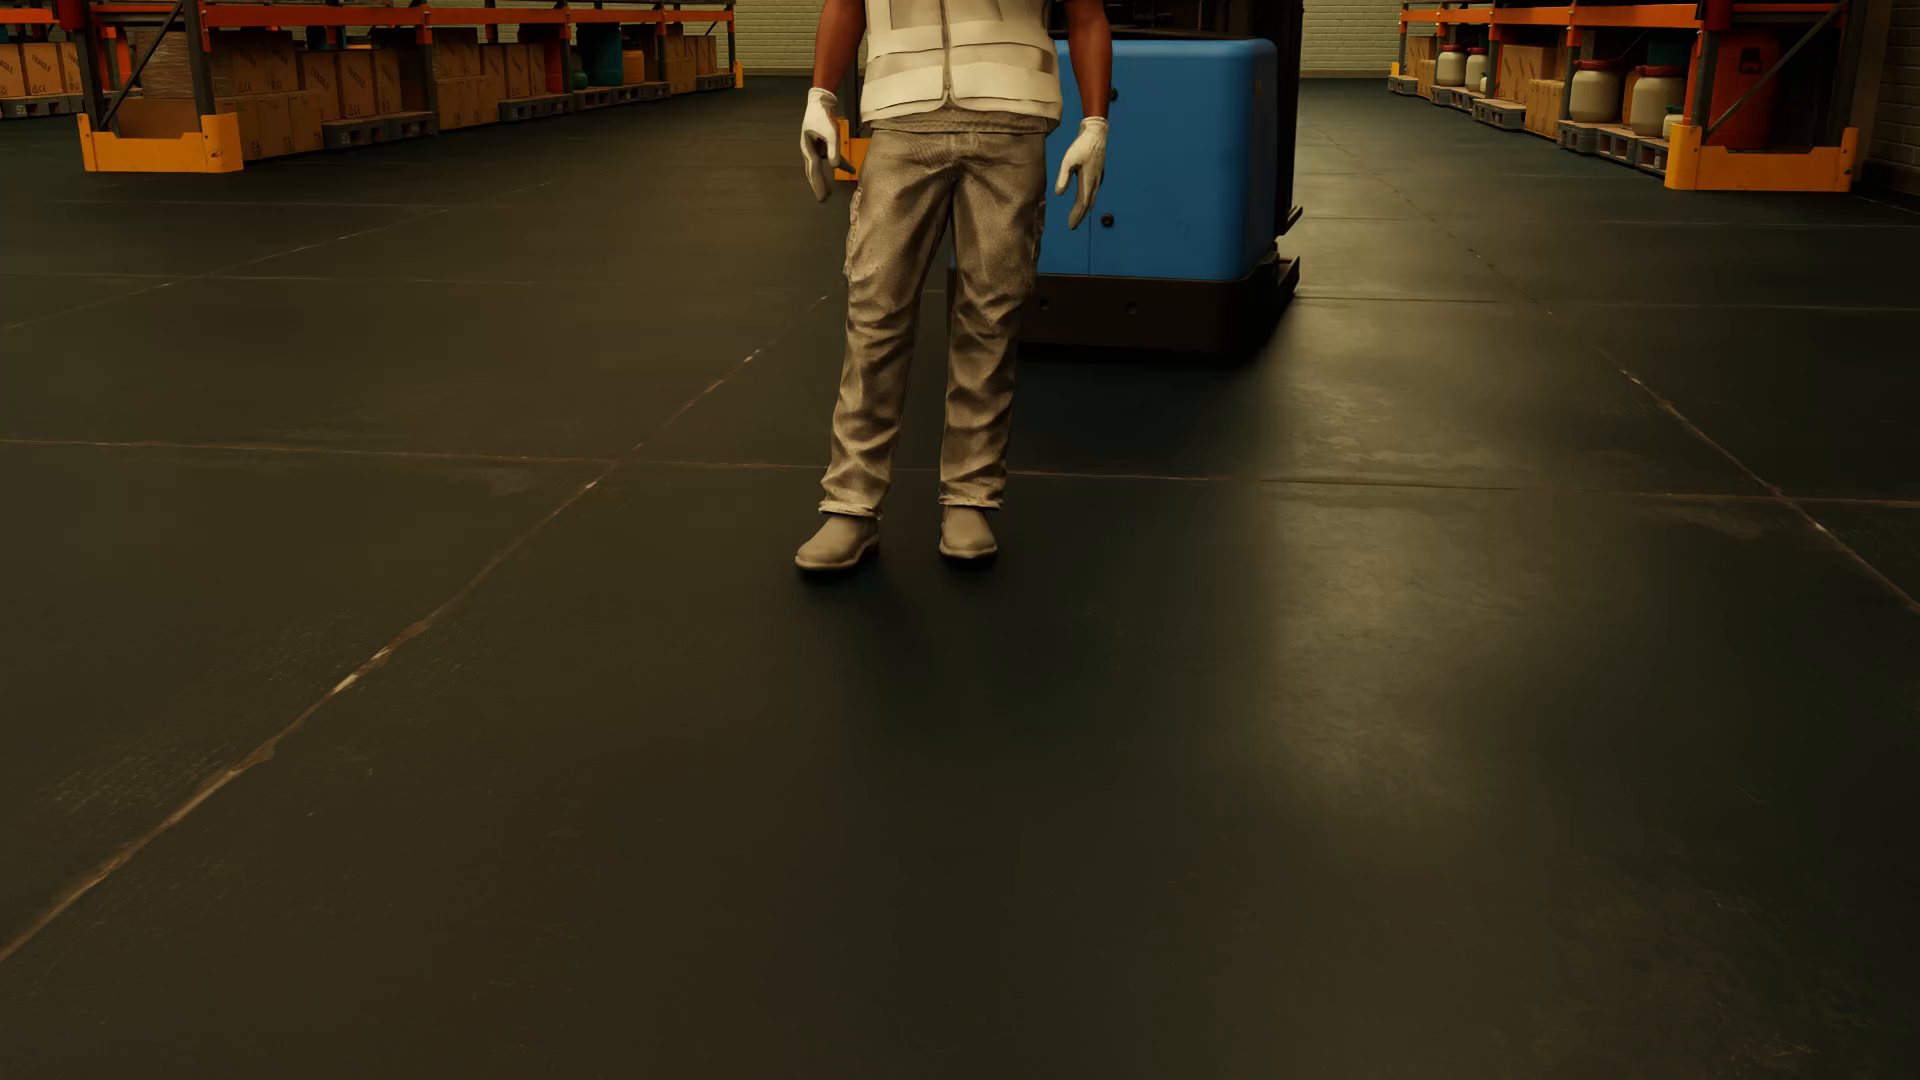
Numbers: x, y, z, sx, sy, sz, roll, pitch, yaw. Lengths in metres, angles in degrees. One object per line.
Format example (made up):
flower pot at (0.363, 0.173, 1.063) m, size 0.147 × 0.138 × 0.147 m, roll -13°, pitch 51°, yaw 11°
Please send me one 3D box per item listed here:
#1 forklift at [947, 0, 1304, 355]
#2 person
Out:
forklift at (0.849, -2.431, 6.661) m, size 1.130 × 2.935 × 3.031 m, roll 5°, pitch 18°, yaw 15°
person at (-0.018, -0.836, 3.489) m, size 0.656 × 1.782 × 0.577 m, roll 2°, pitch 18°, yaw 7°
